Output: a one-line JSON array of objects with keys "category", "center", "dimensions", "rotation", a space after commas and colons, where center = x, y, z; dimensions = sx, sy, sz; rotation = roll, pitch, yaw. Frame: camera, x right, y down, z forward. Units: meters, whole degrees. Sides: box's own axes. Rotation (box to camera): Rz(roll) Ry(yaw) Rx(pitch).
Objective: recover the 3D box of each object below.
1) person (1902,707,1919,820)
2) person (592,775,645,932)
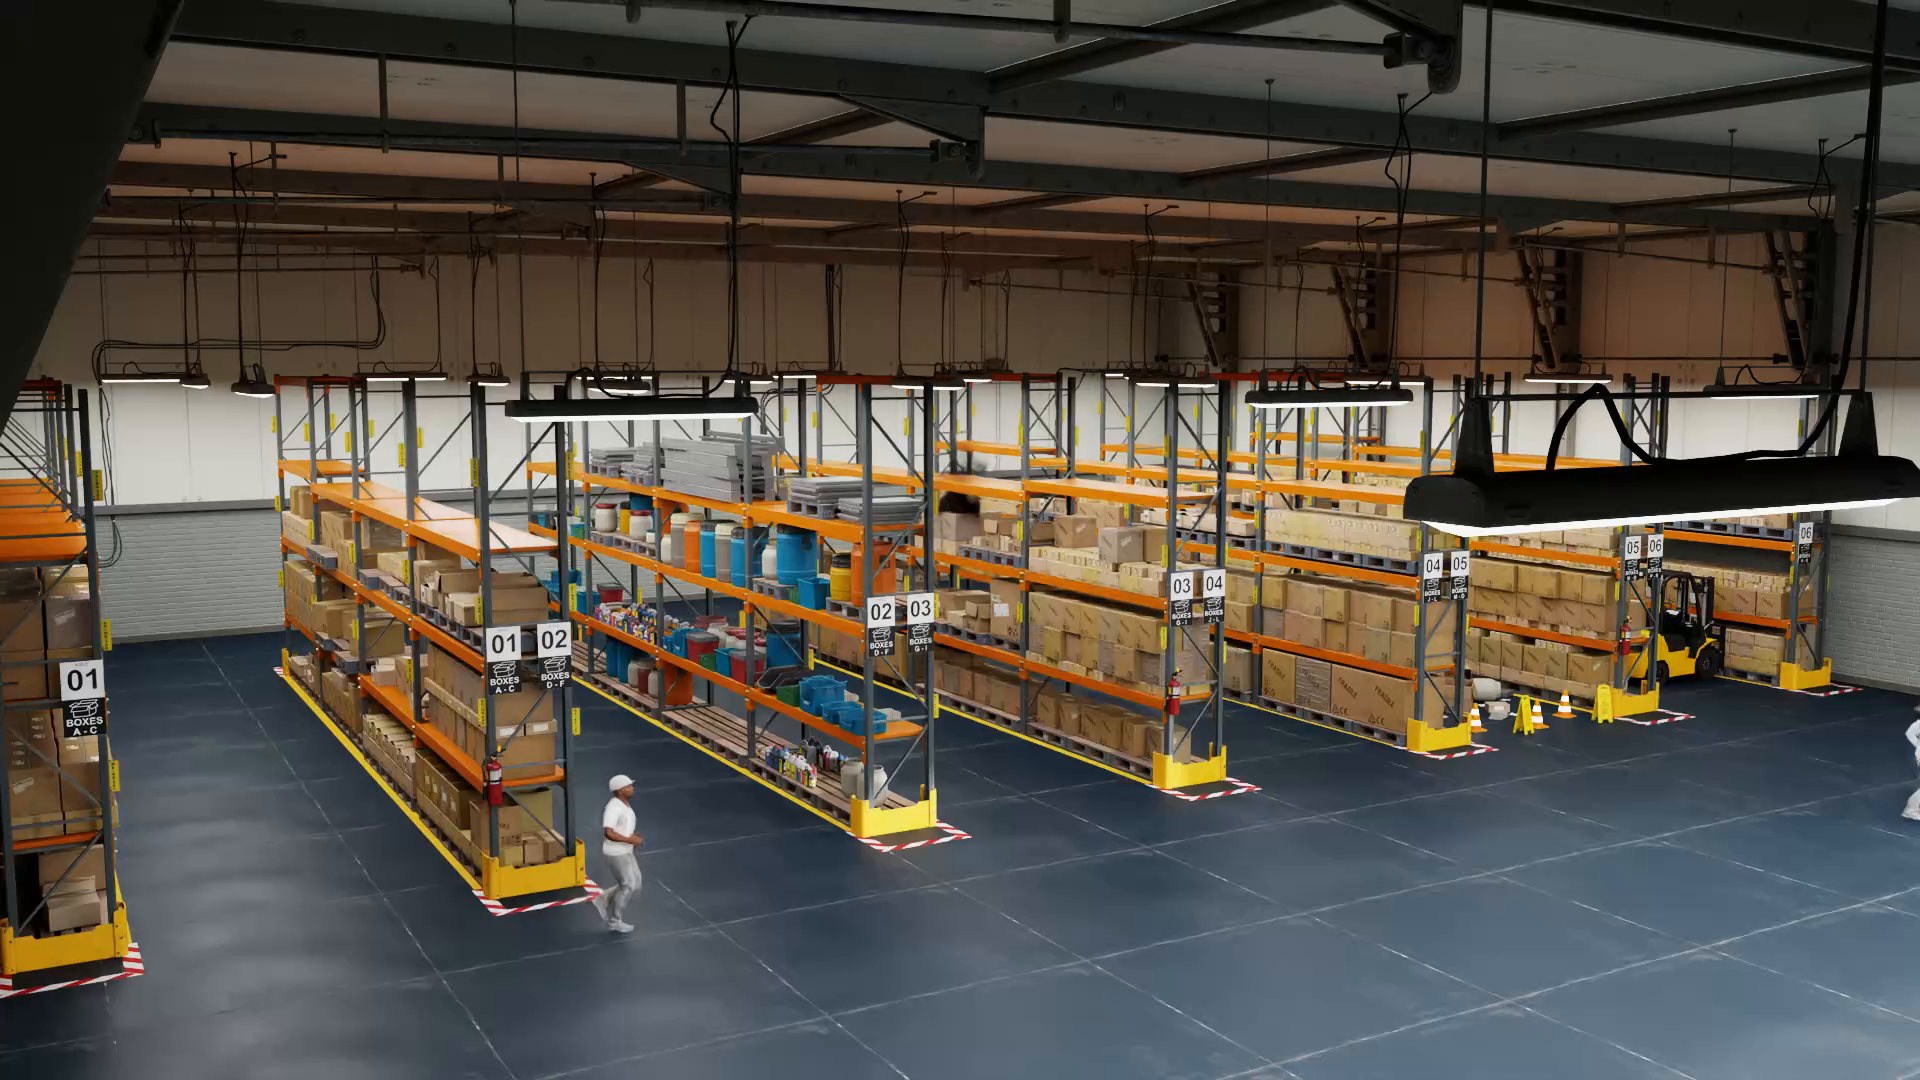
[{"category": "person", "center": [13.255, 3.017, 22.702], "dimensions": [0.653, 1.686, 0.588], "rotation": [1, 6, 11]}, {"category": "person", "center": [-3.790, 3.466, 18.531], "dimensions": [0.626, 1.704, 0.724], "rotation": [0, 6, 0]}]
